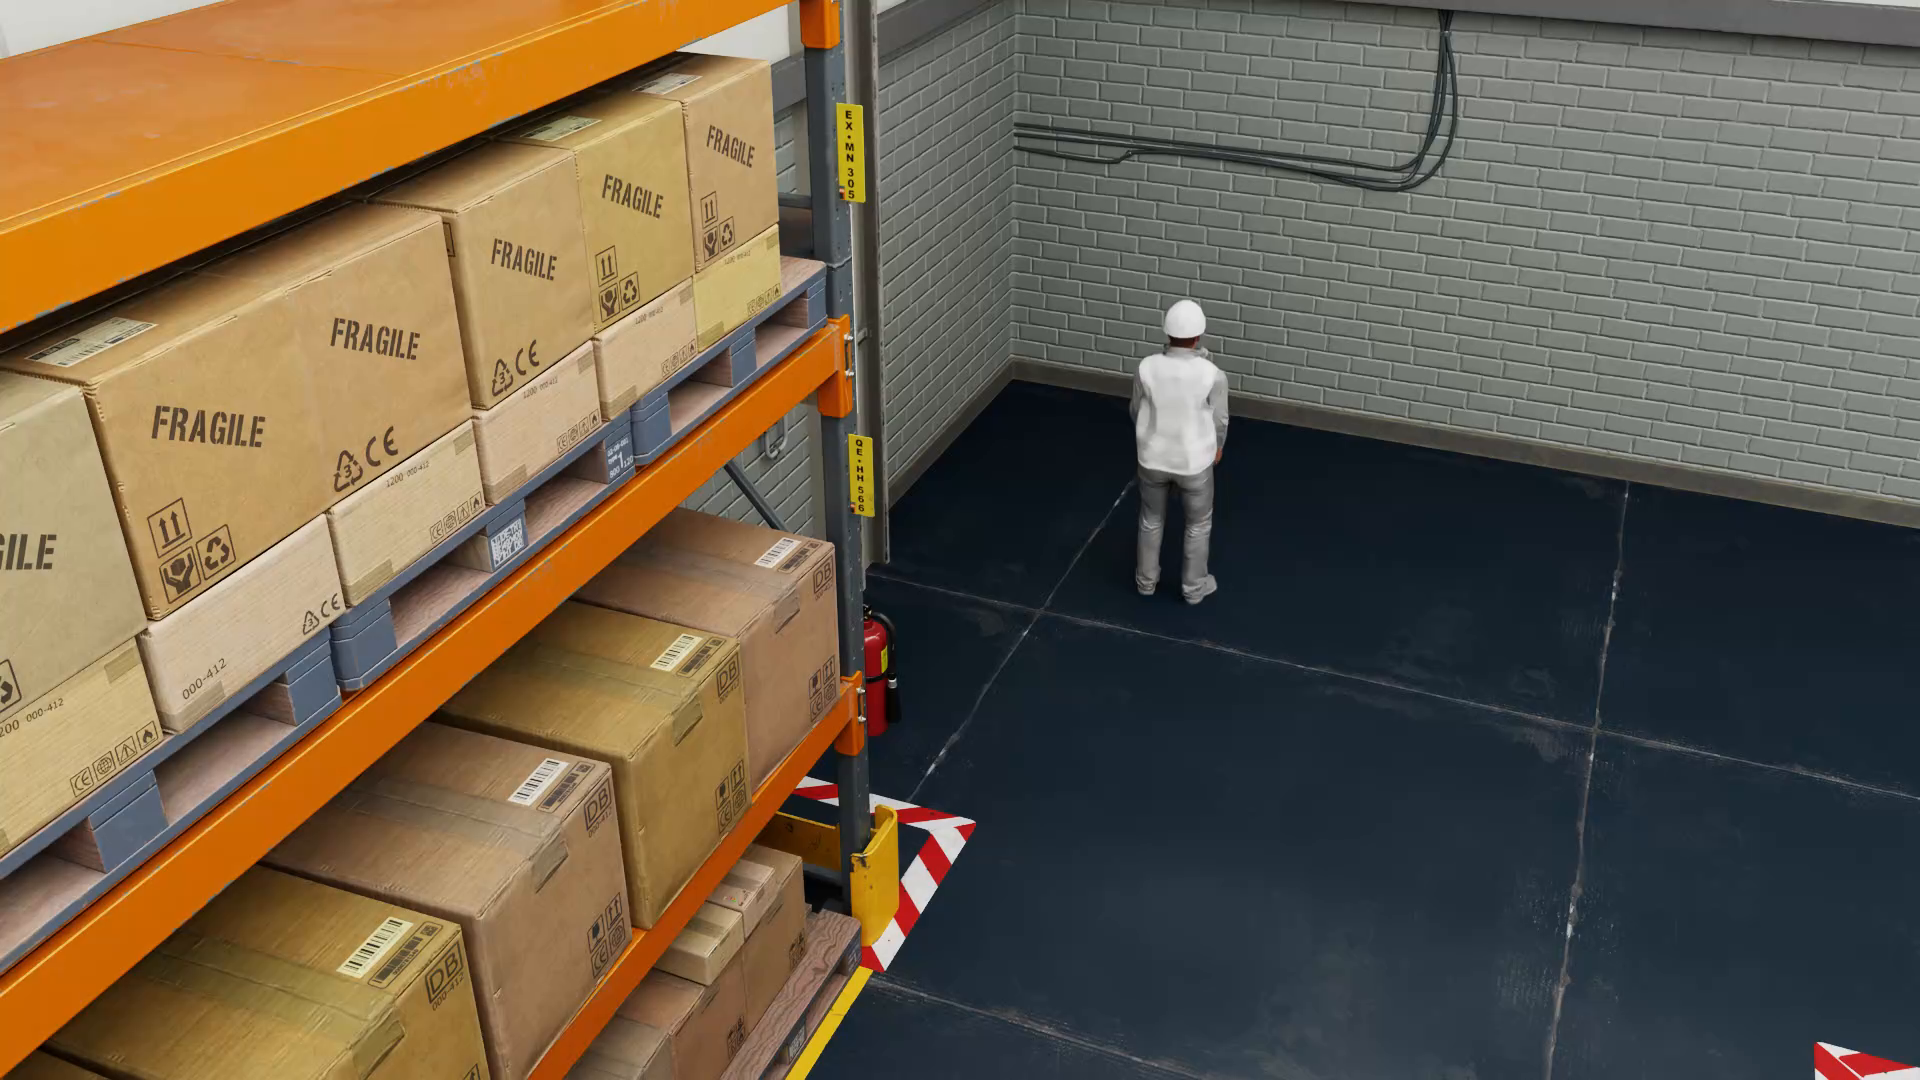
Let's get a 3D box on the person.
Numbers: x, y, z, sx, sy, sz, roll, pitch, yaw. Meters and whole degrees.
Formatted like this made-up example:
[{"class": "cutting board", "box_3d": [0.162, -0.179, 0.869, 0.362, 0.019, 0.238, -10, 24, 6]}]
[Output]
[{"class": "person", "box_3d": [1.197, -0.474, 9.206, 0.553, 1.778, 0.435, 11, 31, 18]}]
